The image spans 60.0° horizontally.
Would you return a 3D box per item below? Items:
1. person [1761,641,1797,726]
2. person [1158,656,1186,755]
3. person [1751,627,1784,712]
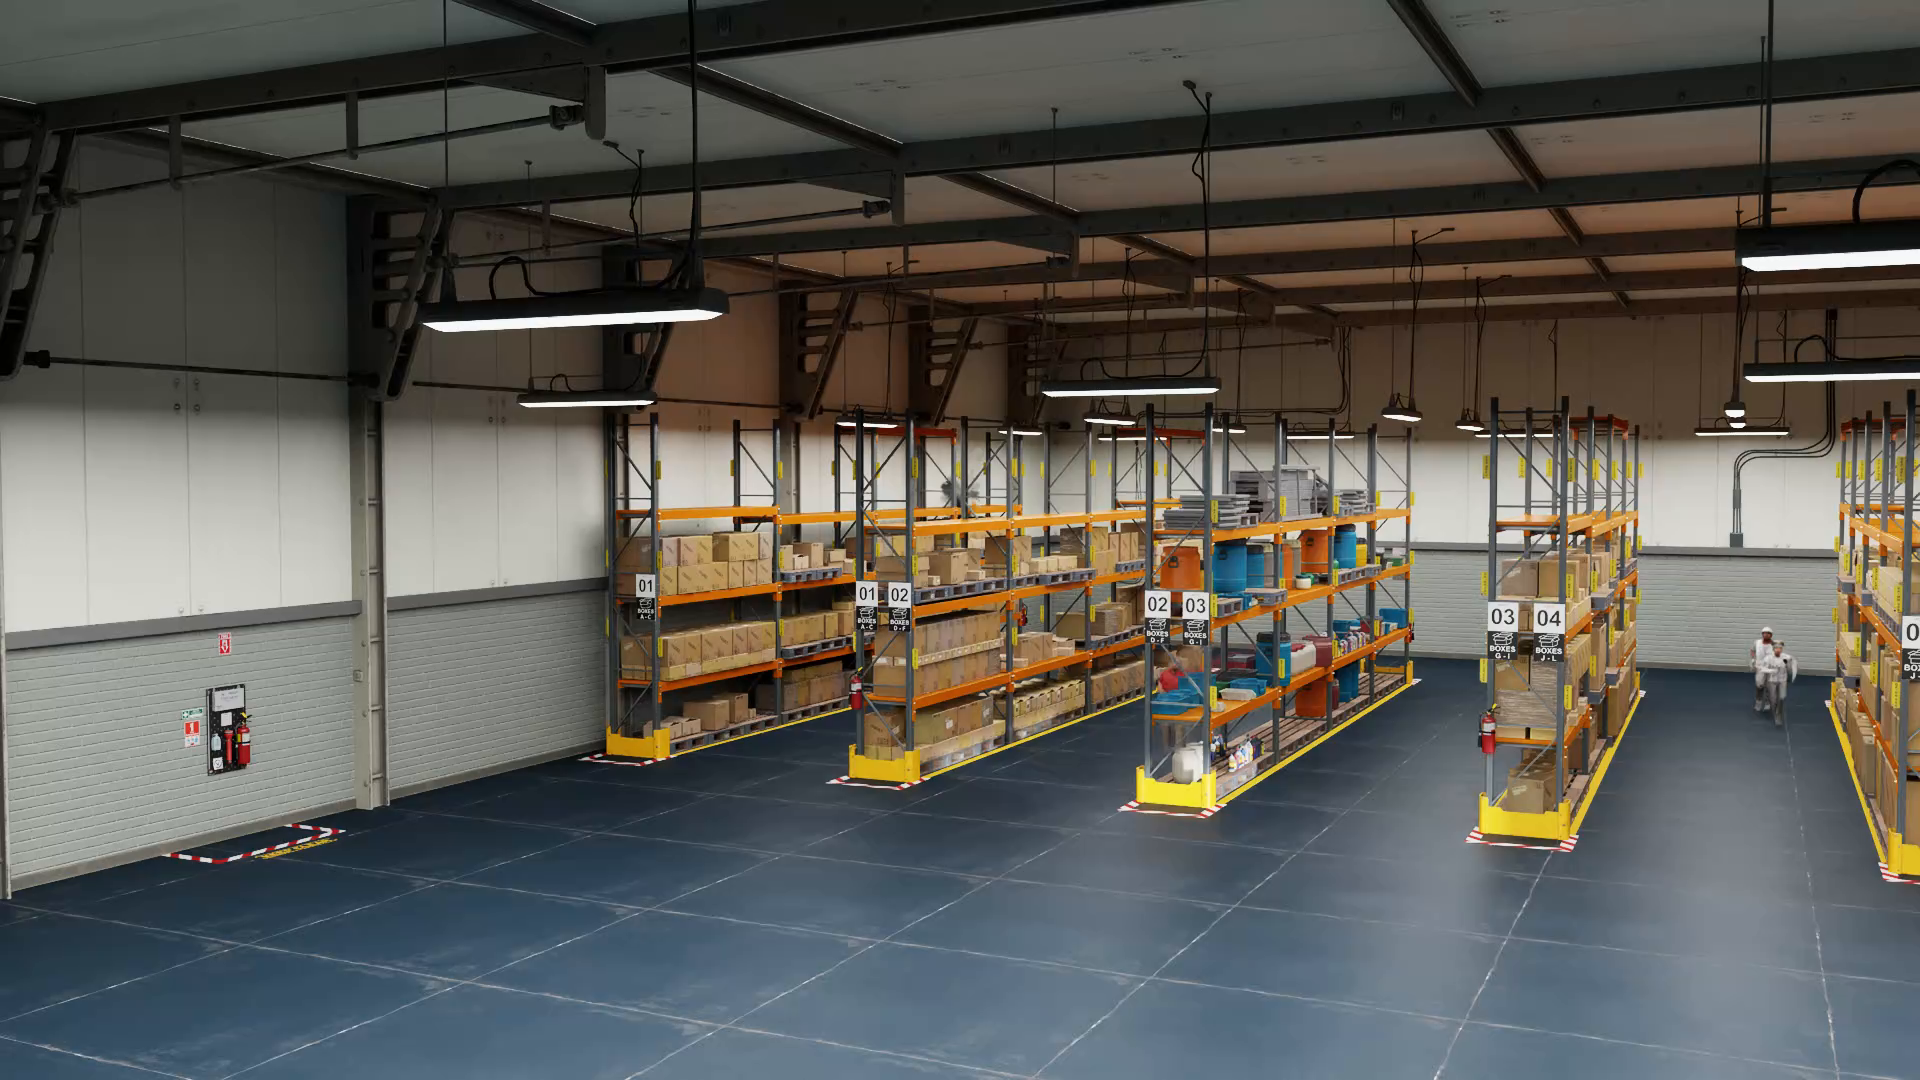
[{"bbox_3d":[15.988,2.788,32.463,0.642,1.663,0.778,1,3,23],"label":"person"},{"bbox_3d":[3.752,2.920,29.262,0.642,1.741,0.704,1,3,19],"label":"person"},{"bbox_3d":[16.608,2.673,34.237,0.663,1.762,0.692,1,3,31],"label":"person"}]
